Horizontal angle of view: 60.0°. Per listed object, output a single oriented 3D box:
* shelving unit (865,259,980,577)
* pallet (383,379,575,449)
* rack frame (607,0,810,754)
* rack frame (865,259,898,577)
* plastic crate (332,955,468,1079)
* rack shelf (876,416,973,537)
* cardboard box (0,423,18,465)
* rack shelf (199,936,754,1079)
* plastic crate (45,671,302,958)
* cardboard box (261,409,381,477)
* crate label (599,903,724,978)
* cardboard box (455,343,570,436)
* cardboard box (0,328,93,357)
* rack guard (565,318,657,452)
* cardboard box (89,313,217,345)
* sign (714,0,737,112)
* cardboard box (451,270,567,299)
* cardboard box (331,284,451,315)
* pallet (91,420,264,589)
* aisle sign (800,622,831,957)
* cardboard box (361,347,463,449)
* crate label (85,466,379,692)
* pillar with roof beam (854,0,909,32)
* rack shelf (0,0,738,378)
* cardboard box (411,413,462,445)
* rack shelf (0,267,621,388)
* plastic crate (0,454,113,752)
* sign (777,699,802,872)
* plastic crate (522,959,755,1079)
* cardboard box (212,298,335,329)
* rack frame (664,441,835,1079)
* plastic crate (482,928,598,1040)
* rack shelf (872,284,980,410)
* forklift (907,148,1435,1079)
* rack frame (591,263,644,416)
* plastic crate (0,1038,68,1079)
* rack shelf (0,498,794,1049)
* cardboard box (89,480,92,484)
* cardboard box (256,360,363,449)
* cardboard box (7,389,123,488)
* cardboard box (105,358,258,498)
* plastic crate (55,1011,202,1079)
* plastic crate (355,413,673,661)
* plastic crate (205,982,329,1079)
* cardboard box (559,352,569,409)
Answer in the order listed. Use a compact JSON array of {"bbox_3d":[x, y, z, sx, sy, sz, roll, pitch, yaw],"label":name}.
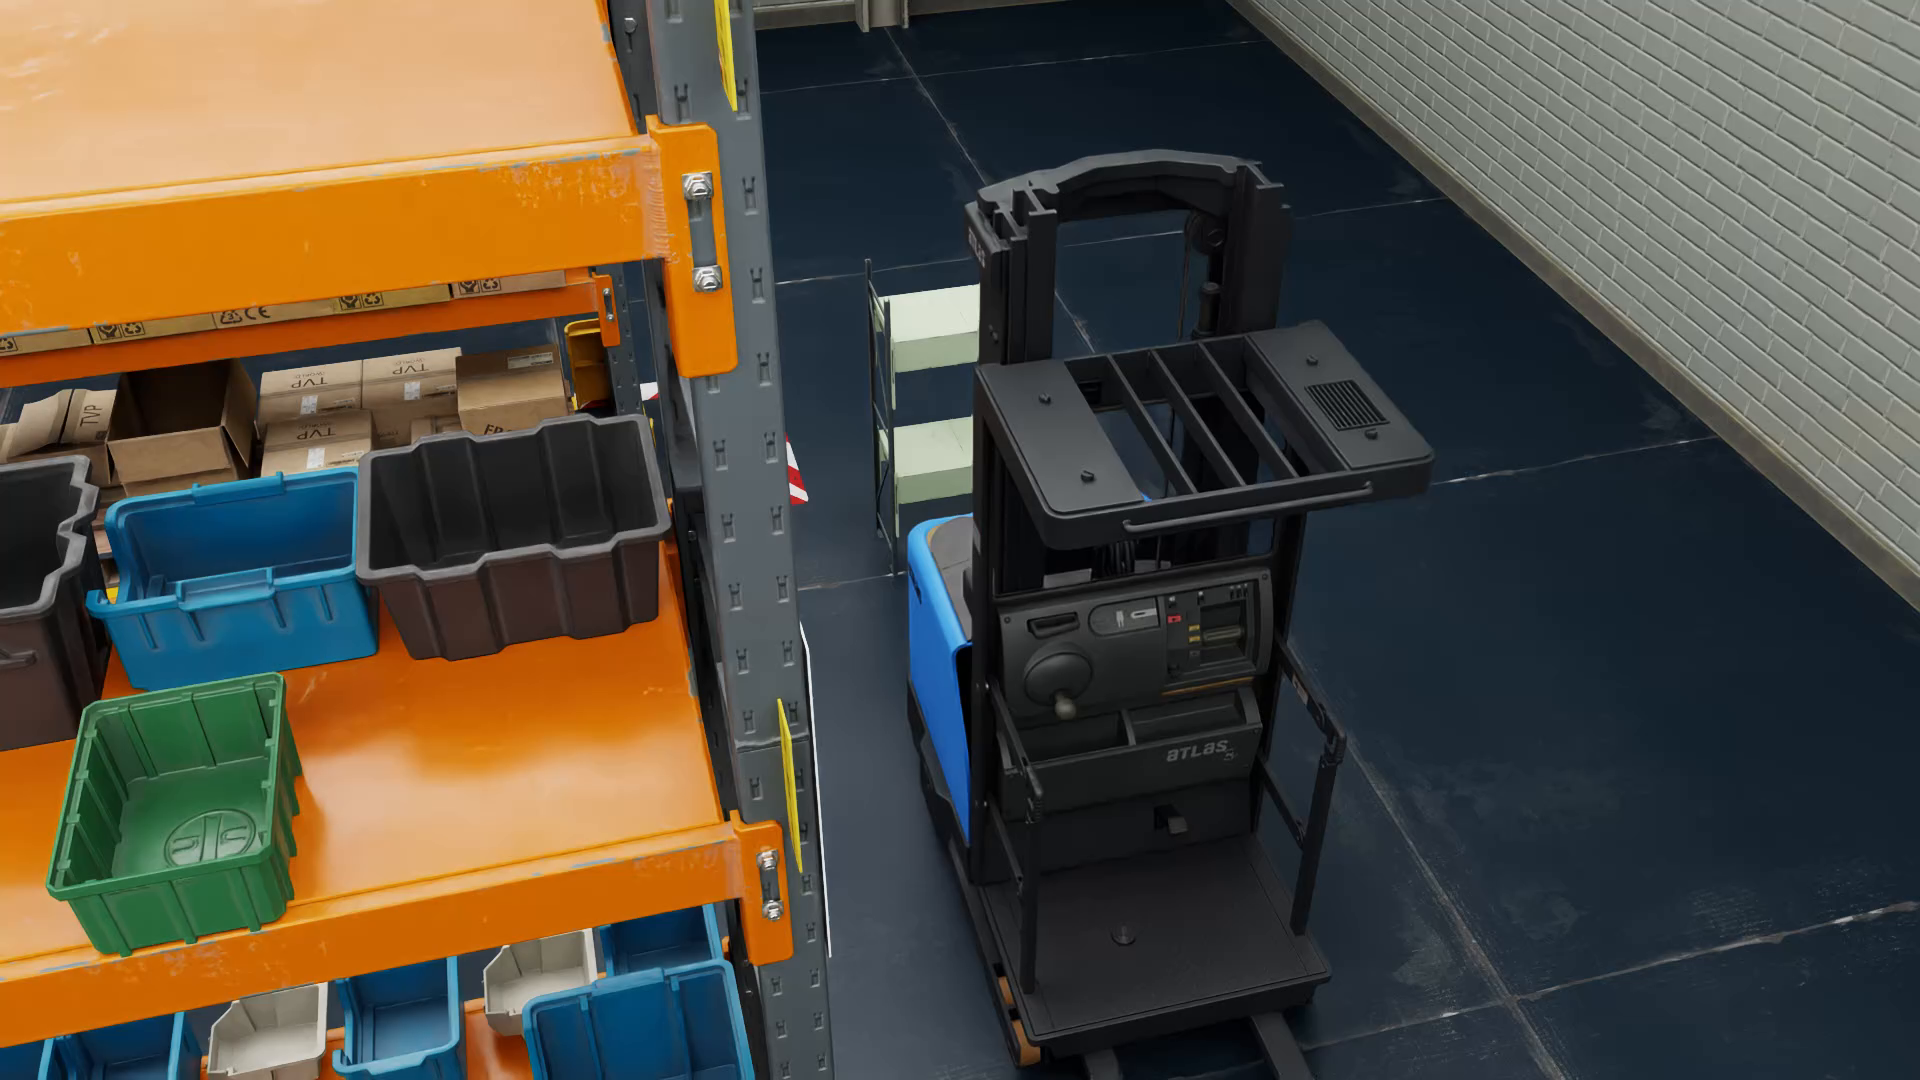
[{"bbox_3d":[-0.006,-0.595,7.772,0.755,1.500,0.431,-9,38,-12],"label":"shelving unit"},{"bbox_3d":[-2.578,-0.409,8.590,1.213,0.211,1.003,-9,38,-12],"label":"pallet"},{"bbox_3d":[-0.448,-1.132,2.303,0.127,3.000,1.000,-9,38,-12],"label":"rack frame"},{"bbox_3d":[-0.360,-0.537,7.697,0.023,1.500,0.400,-9,38,-12],"label":"rack frame"},{"bbox_3d":[-1.408,1.244,4.223,0.300,0.233,0.416,-9,38,-12],"label":"plastic crate"},{"bbox_3d":[-0.006,-0.336,7.970,0.720,0.370,0.431,-9,38,-12],"label":"rack shelf"},{"bbox_3d":[-4.775,-0.415,8.288,0.250,0.149,0.380,-9,38,-12],"label":"cardboard box"},{"bbox_3d":[-2.379,1.853,3.930,4.000,0.370,1.077,-9,38,-12],"label":"rack shelf"},{"bbox_3d":[-1.326,0.467,2.855,0.336,0.188,0.450,-9,38,-12],"label":"plastic crate"},{"bbox_3d":[-3.121,-0.375,8.151,0.500,0.250,0.500,-9,38,-12],"label":"cardboard box"},{"bbox_3d":[-0.772,1.139,4.360,0.303,0.233,0.416,-9,38,-12],"label":"crate label"},{"bbox_3d":[-2.196,-0.607,8.249,0.500,0.500,0.500,-9,38,-12],"label":"cardboard box"},{"bbox_3d":[-4.057,-1.143,7.173,0.500,0.500,0.500,-10,38,-12],"label":"cardboard box"},{"bbox_3d":[-1.809,-0.651,8.668,0.348,0.500,1.175,-9,38,-12],"label":"rack guard"},{"bbox_3d":[-3.567,-1.225,7.279,0.500,0.500,0.500,-10,39,-13],"label":"cardboard box"},{"bbox_3d":[-0.289,-0.684,1.983,0.005,0.325,0.100,-9,38,-12],"label":"sign"},{"bbox_3d":[-2.097,-1.465,7.593,0.500,0.500,0.500,-8,38,-11],"label":"cardboard box"},{"bbox_3d":[-2.597,-1.380,7.483,0.500,0.500,0.500,-9,38,-12],"label":"cardboard box"},{"bbox_3d":[-3.754,-0.218,8.341,1.213,0.211,1.003,-9,38,-12],"label":"pallet"},{"bbox_3d":[-0.302,0.379,3.126,0.004,0.787,0.394,-9,38,-12],"label":"aisle sign"},{"bbox_3d":[-2.817,-0.739,8.628,0.500,0.250,0.500,-9,38,-12],"label":"cardboard box"},{"bbox_3d":[-1.423,0.075,3.316,0.502,0.251,0.408,-9,38,-12],"label":"crate label"},{"bbox_3d":[0.473,-5.353,7.821,0.400,9.000,9.100,-9,38,-12],"label":"pillar with roof beam"},{"bbox_3d":[-2.379,-0.371,2.229,4.000,0.370,1.077,-9,38,-12],"label":"rack shelf"},{"bbox_3d":[-2.611,-0.463,8.335,0.250,0.166,0.380,-9,38,-12],"label":"cardboard box"},{"bbox_3d":[-3.666,-1.053,7.729,4.000,0.370,1.077,-9,38,-12],"label":"rack shelf"},{"bbox_3d":[-1.994,0.165,3.128,0.767,0.338,0.504,-9,38,-12],"label":"plastic crate"},{"bbox_3d":[-0.289,0.421,2.828,0.005,0.325,0.100,-9,38,-12],"label":"sign"},{"bbox_3d":[-0.722,1.375,3.884,0.499,0.435,0.616,-9,38,-12],"label":"plastic crate"},{"bbox_3d":[-3.080,-1.304,7.384,0.500,0.500,0.500,-9,38,-12],"label":"cardboard box"},{"bbox_3d":[-0.448,1.251,4.126,0.127,3.000,1.000,-9,38,-12],"label":"rack frame"},{"bbox_3d":[-1.103,1.180,4.386,0.298,0.136,0.250,-9,38,-12],"label":"plastic crate"},{"bbox_3d":[-0.006,-0.905,7.535,0.720,0.370,0.431,-9,38,-12],"label":"rack shelf"},{"bbox_3d":[0.639,0.411,5.280,1.130,2.935,3.031,-9,38,-11],"label":"forklift"},{"bbox_3d":[-1.736,-1.655,7.925,0.127,3.000,1.000,-9,38,-12],"label":"rack frame"},{"bbox_3d":[-2.333,1.395,4.025,0.300,0.233,0.416,-9,38,-12],"label":"plastic crate"},{"bbox_3d":[-2.379,0.662,3.019,4.000,0.370,1.077,-9,38,-12],"label":"rack shelf"},{"bbox_3d":[-4.303,-0.154,7.931,0.250,0.166,0.380,-9,38,-12],"label":"cardboard box"},{"bbox_3d":[-3.300,-0.660,8.524,0.500,0.250,0.500,-9,38,-12],"label":"cardboard box"},{"bbox_3d":[-4.397,-0.504,8.270,0.500,0.311,0.500,-9,38,-12],"label":"cardboard box"},{"bbox_3d":[-3.785,-0.506,8.114,0.637,0.503,0.797,-9,38,-12],"label":"cardboard box"},{"bbox_3d":[-2.043,1.348,4.087,0.300,0.233,0.416,-9,38,-12],"label":"plastic crate"},{"bbox_3d":[-0.892,0.009,3.388,0.590,0.269,0.497,-9,38,-12],"label":"plastic crate"},{"bbox_3d":[-1.758,1.287,4.245,0.298,0.136,0.250,-9,38,-12],"label":"plastic crate"},{"bbox_3d":[-2.229,-0.833,8.834,0.250,0.149,0.380,-9,38,-12],"label":"cardboard box"}]
